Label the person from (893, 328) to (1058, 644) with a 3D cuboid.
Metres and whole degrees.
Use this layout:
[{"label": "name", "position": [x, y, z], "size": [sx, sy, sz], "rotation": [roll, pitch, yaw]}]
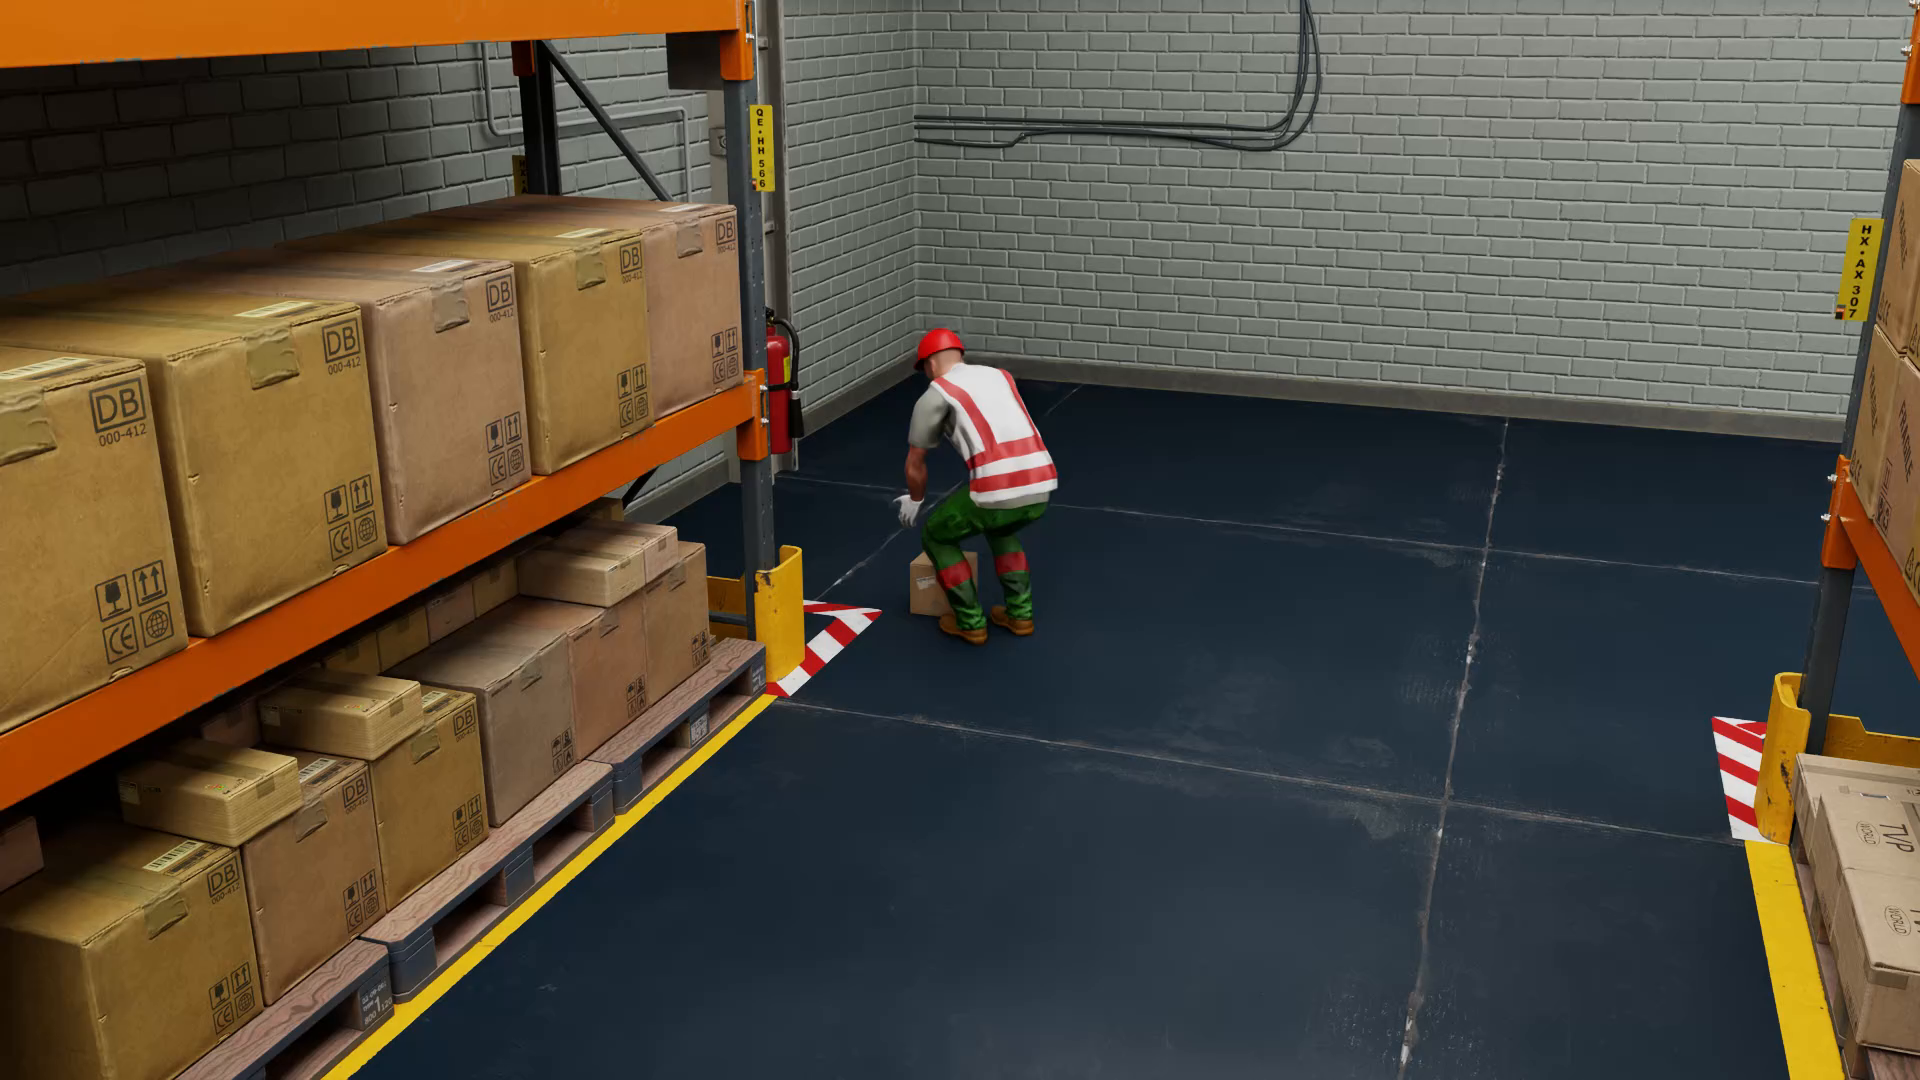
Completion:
[{"label": "person", "position": [0.060, -0.232, 7.410], "size": [0.584, 1.351, 0.795], "rotation": [-12, 22, -31]}]
